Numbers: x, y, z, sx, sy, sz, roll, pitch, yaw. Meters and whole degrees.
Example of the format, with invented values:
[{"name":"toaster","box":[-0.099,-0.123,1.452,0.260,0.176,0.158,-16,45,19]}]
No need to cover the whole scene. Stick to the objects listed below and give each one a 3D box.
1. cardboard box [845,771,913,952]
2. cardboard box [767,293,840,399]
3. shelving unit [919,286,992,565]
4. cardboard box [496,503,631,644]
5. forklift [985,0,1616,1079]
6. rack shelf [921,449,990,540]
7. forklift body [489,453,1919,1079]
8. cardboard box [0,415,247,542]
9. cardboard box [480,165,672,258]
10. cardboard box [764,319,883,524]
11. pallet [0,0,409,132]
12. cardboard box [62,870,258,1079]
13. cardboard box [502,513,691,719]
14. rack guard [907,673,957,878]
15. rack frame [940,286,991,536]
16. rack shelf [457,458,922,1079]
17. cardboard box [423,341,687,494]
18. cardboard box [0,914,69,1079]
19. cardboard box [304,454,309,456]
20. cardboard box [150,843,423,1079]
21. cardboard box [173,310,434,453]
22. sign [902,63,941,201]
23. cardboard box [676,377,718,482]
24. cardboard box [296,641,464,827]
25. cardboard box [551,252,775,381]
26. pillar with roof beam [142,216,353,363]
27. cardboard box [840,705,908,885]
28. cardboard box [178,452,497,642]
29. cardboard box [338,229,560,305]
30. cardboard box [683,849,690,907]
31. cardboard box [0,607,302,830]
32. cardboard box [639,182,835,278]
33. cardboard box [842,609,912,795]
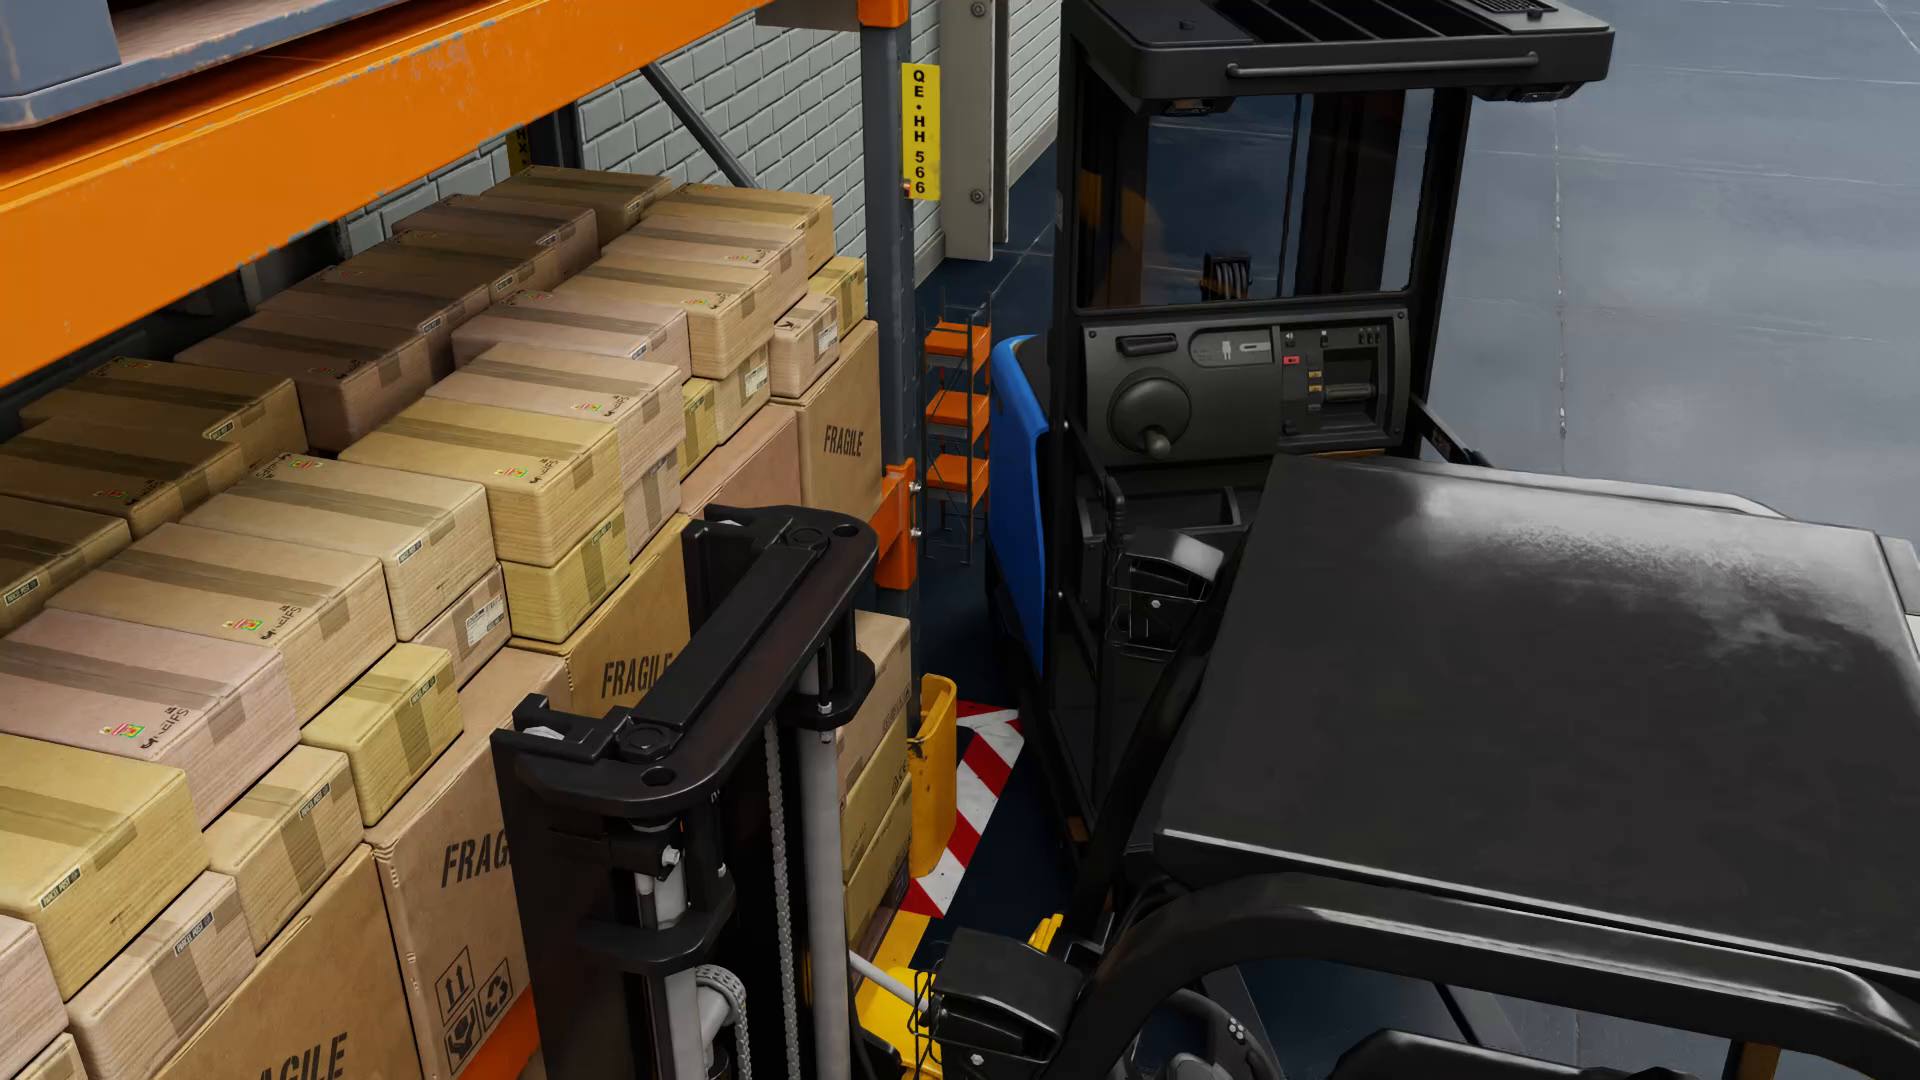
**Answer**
[{"name":"cardboard box","box":[-0.446,0.833,4.564,0.500,0.250,0.500,9,30,15]},{"name":"cardboard box","box":[-0.491,-0.452,3.707,0.380,0.149,0.250,9,30,16]},{"name":"shelving unit","box":[-0.016,-0.434,6.450,0.215,1.050,0.252,8,30,15]},{"name":"cardboard box","box":[-0.797,0.025,2.850,0.380,0.149,0.250,9,30,15]},{"name":"forklift","box":[0.836,-0.388,4.433,1.130,2.935,3.031,-4,29,-8]},{"name":"rack shelf","box":[-0.016,-0.182,6.590,0.215,0.259,0.240,8,30,15]},{"name":"forklift body","box":[0.577,1.064,2.625,2.313,2.155,1.214,8,30,15]},{"name":"cardboard box","box":[-1.394,-0.066,2.706,0.380,0.149,0.250,9,30,15]},{"name":"cardboard box","box":[-0.913,-0.780,3.991,0.380,0.149,0.250,8,30,14]},{"name":"cardboard box","box":[-0.504,-0.226,3.968,0.500,0.500,0.500,8,30,14]},{"name":"pallet","box":[-1.199,-0.827,2.157,1.003,0.211,1.213,8,30,15]},{"name":"cardboard box","box":[-1.093,0.501,1.994,0.380,0.149,0.250,8,30,14]},{"name":"cardboard box","box":[-0.815,0.252,3.109,0.500,0.500,0.500,8,30,14]},{"name":"rack guard","box":[-0.603,0.632,5.099,1.175,0.500,0.348,8,30,15]},{"name":"rack frame","box":[0.020,-0.491,6.552,0.200,1.050,0.008,8,30,15]},{"name":"rack shelf","box":[-1.197,0.795,2.975,1.077,0.370,4.000,8,30,15]},{"name":"cardboard box","box":[-0.722,-0.223,2.989,0.380,0.149,0.250,9,30,16]},{"name":"cardboard box","box":[-1.177,0.488,1.711,0.380,0.149,0.250,9,30,16]},{"name":"cardboard box","box":[-1.403,-0.068,3.016,0.380,0.149,0.250,10,30,17]},{"name":"cardboard box","box":[-1.120,0.718,2.272,0.500,0.500,0.500,8,30,14]},{"name":"cardboard box","box":[-1.226,-0.300,3.127,0.380,0.149,0.250,9,30,16]},{"name":"sign","box":[-0.096,-0.974,3.981,0.100,0.325,0.005,8,30,15]},{"name":"cardboard box","box":[-0.709,-0.226,3.301,0.380,0.149,0.250,8,30,15]},{"name":"cardboard box","box":[-0.966,0.257,2.433,0.380,0.149,0.250,8,30,14]},{"name":"cardboard box","box":[-0.607,-0.465,3.424,0.380,0.149,0.250,9,30,16]},{"name":"pillar with roof beam","box":[2.439,-2.261,1.558,9.100,9.000,0.400,8,30,15]},{"name":"cardboard box","box":[-0.454,0.622,4.429,0.500,0.250,0.500,8,30,14]},{"name":"cardboard box","box":[-0.959,0.004,2.581,0.380,0.149,0.250,9,30,16]},{"name":"cardboard box","box":[-1.086,-0.539,3.557,0.380,0.149,0.250,9,30,16]},{"name":"cardboard box","box":[-0.730,0.865,3.478,0.500,0.250,0.500,9,30,16]},{"name":"cardboard box","box":[-1.105,0.237,2.162,0.380,0.149,0.250,8,30,15]},{"name":"cardboard box","box":[-0.514,-0.709,3.864,0.380,0.149,0.250,9,30,15]},{"name":"cardboard box","box":[-0.447,0.391,4.330,0.500,0.250,0.500,10,30,17]}]
